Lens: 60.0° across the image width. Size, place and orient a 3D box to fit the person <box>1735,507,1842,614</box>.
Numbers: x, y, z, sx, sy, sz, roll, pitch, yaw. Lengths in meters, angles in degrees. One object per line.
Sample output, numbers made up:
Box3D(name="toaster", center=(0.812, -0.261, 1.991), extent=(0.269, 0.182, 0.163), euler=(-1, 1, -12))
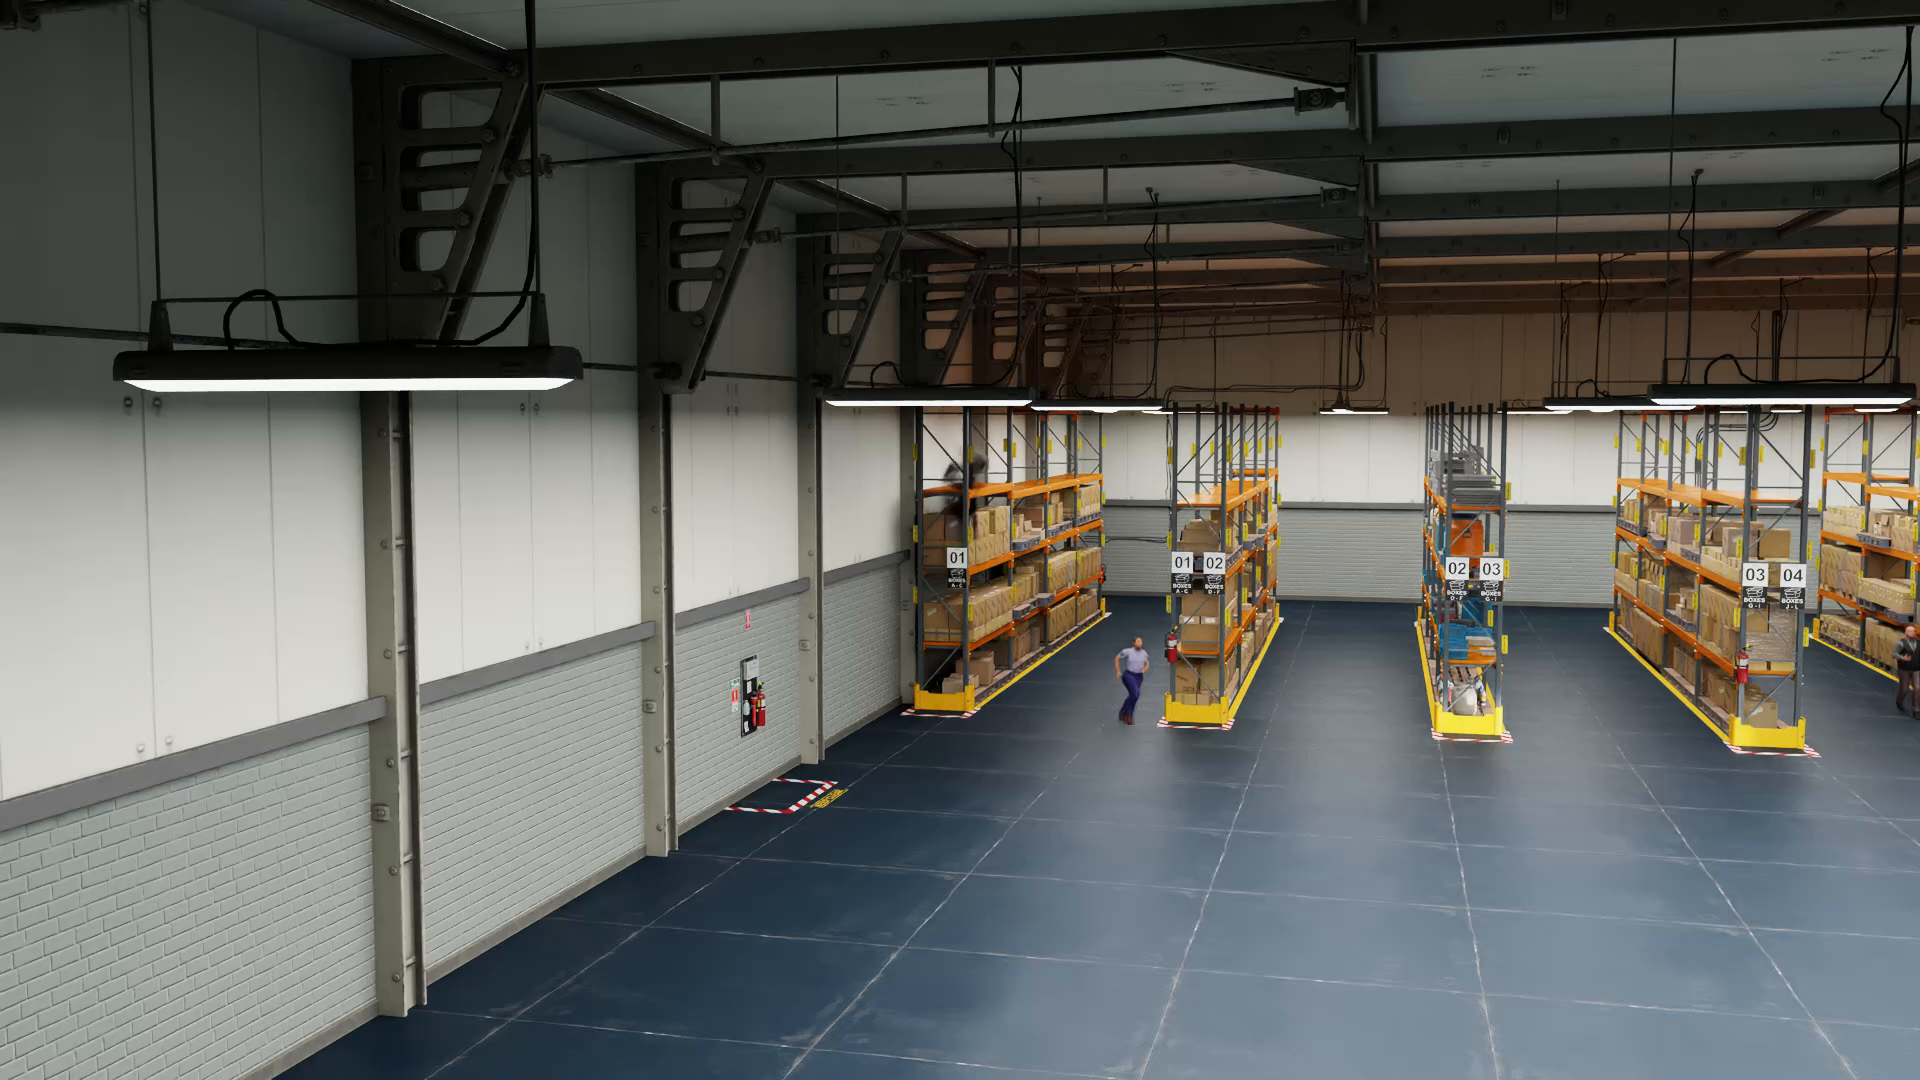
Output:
Box3D(name="person", center=(21.442, 1.409, 37.728), extent=(16.217, 3.131, 19.688), euler=(-2, 5, -24))

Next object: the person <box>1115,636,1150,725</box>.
Box3D(name="person", center=(3.266, 2.614, 31.151), extent=(0.596, 1.598, 0.624), euler=(-2, 5, -26))

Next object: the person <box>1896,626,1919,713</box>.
Box3D(name="person", center=(18.150, 2.456, 31.758), extent=(0.521, 1.637, 0.836), euler=(1, 4, 15))
